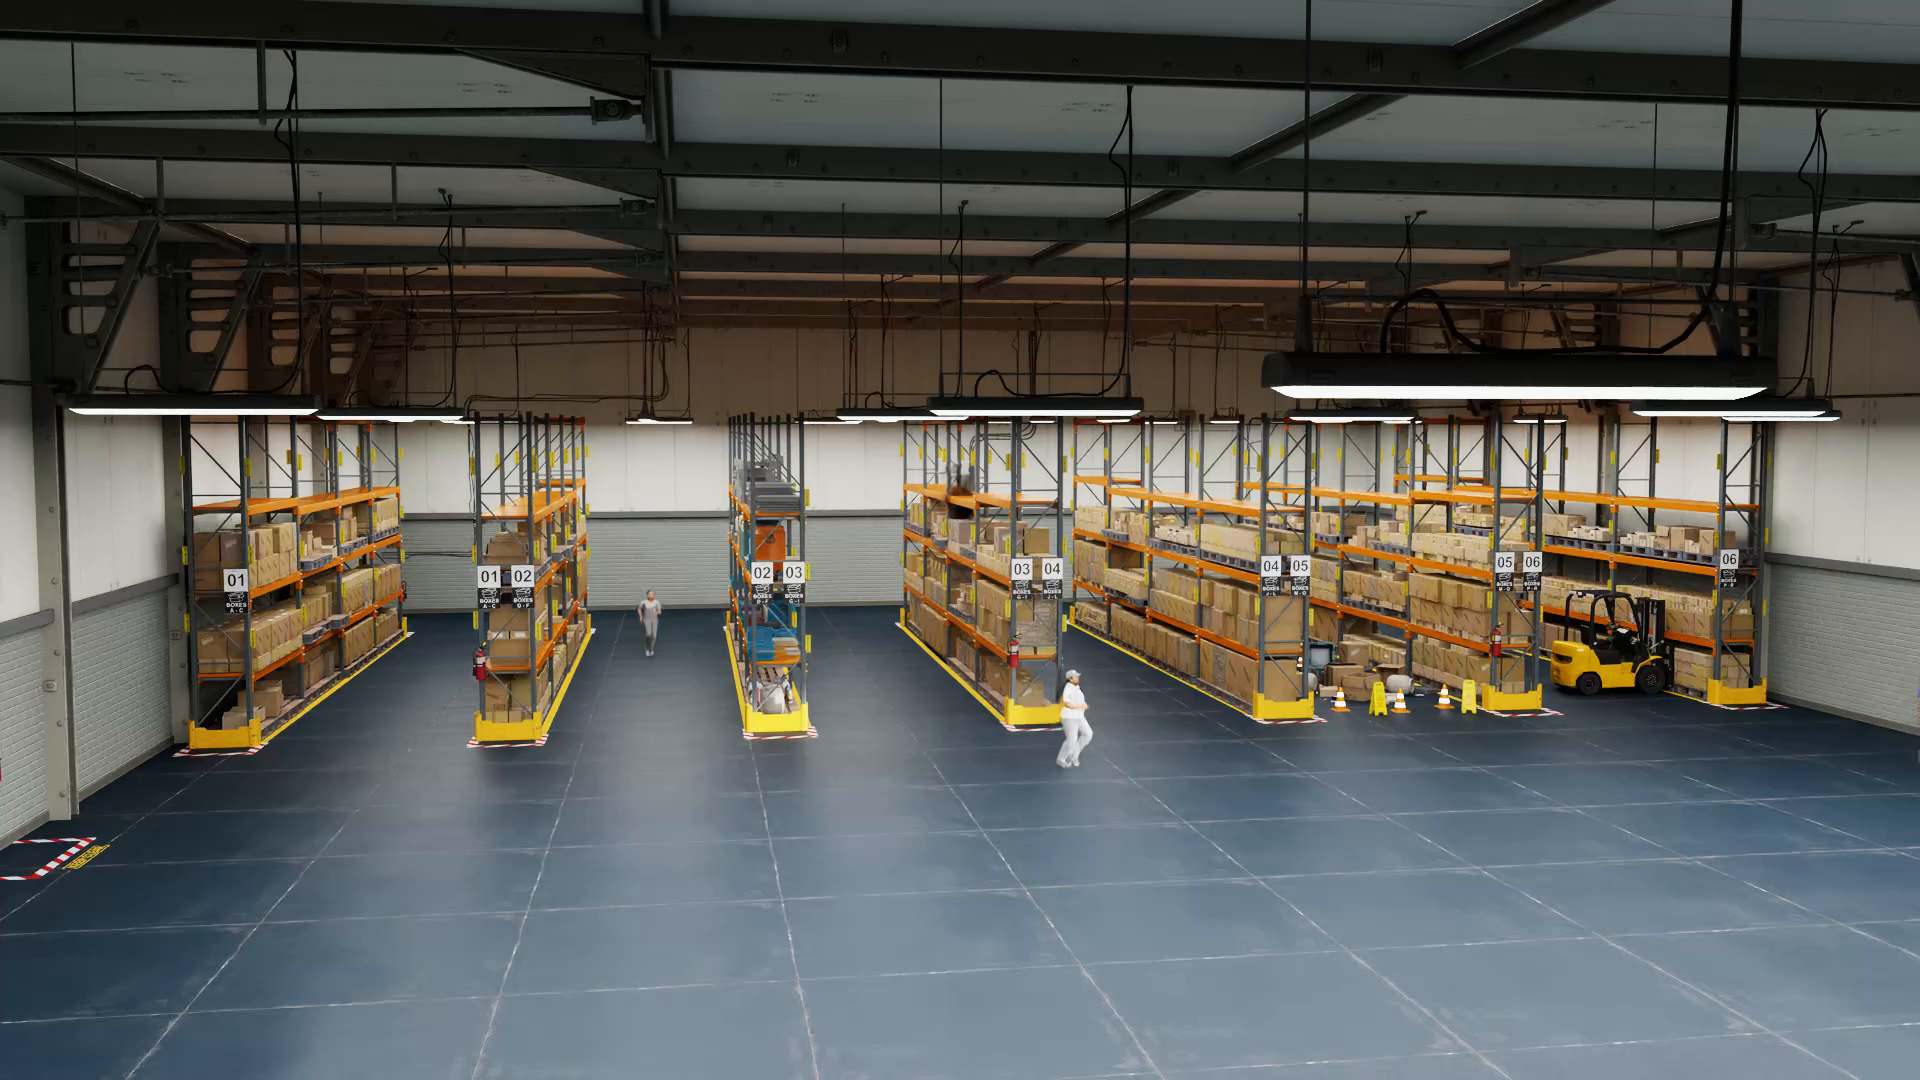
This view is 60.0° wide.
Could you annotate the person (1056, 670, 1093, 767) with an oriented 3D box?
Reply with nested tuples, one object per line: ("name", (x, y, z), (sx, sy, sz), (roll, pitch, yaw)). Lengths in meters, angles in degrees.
("person", (1.906, 2.999, 27.874), (0.604, 1.662, 0.667), (2, 4, 23))

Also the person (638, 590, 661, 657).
("person", (-7.713, 2.070, 41.446), (0.535, 1.671, 0.685), (-2, 4, -22))
